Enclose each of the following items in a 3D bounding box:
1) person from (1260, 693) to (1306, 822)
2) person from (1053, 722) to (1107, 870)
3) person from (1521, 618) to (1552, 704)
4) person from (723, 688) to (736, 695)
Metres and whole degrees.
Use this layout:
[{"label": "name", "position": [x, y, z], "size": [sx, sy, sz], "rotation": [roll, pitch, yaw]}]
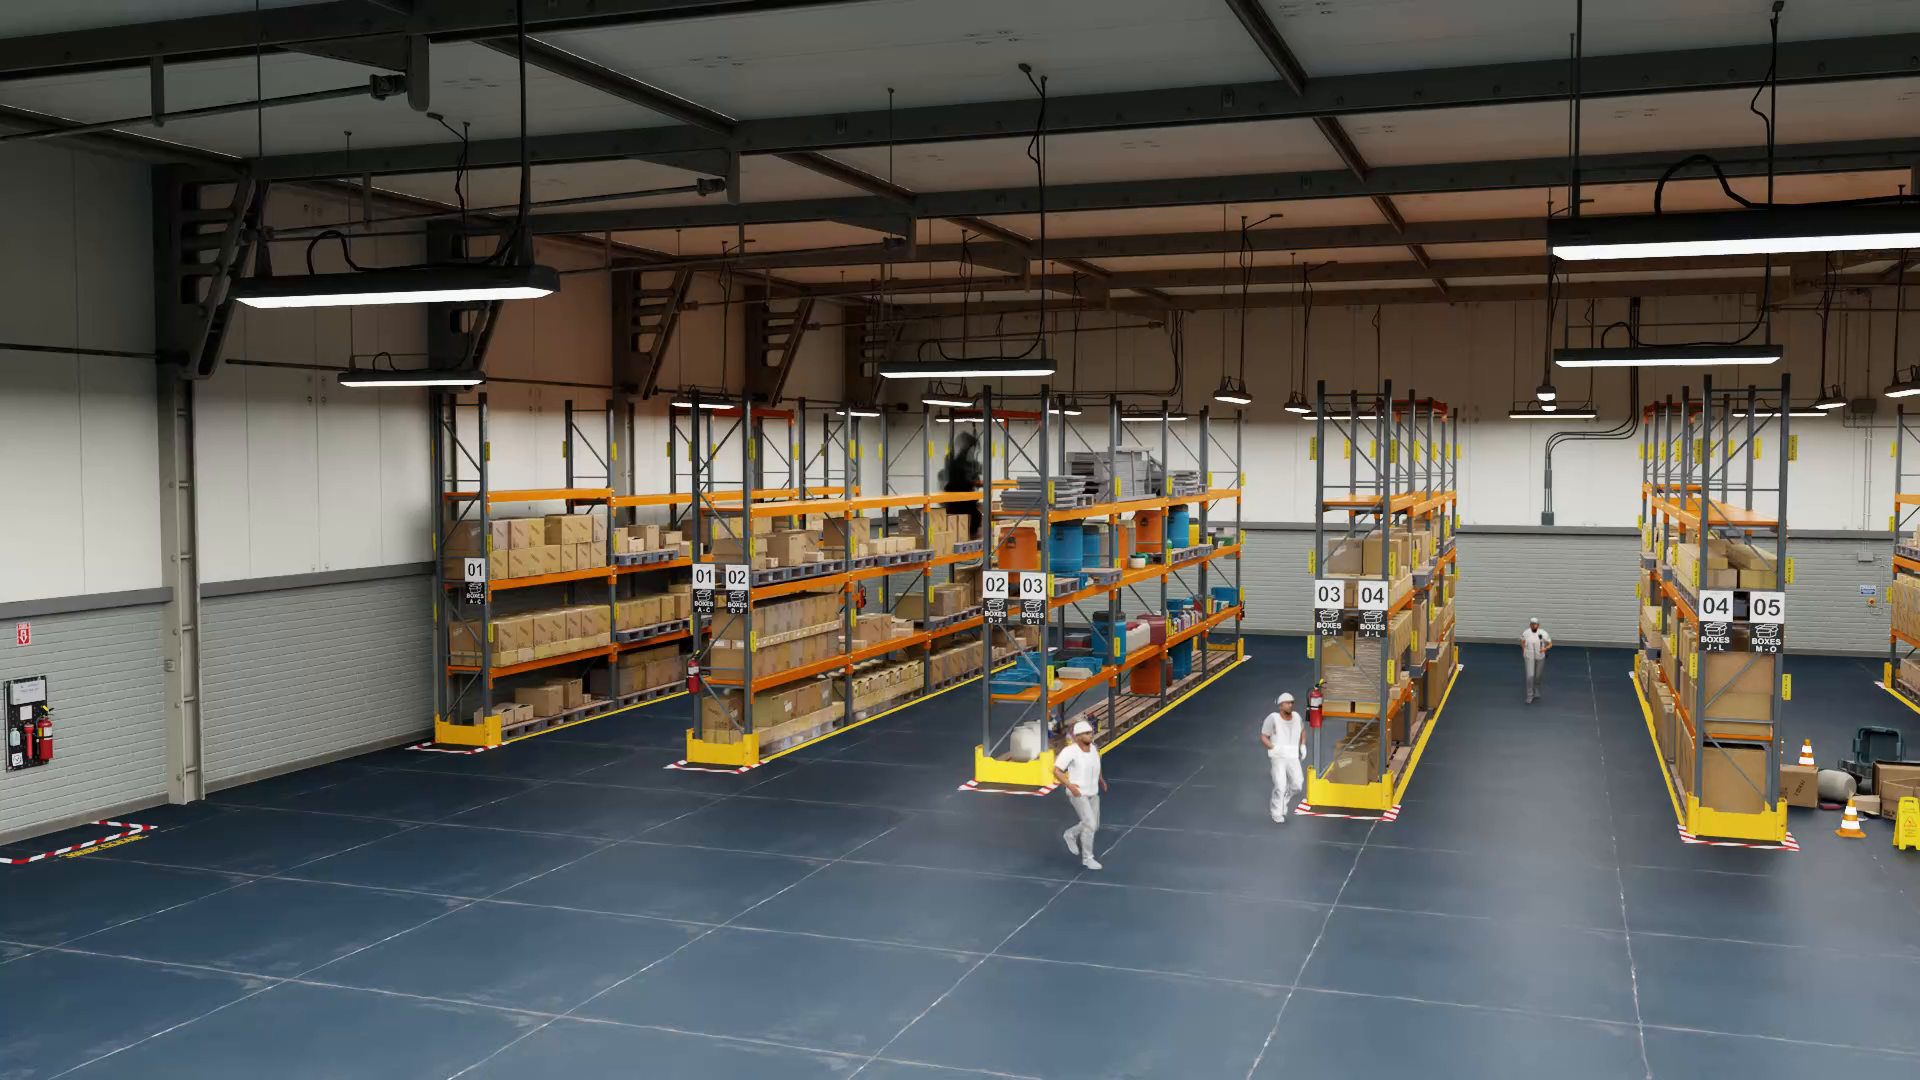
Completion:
[{"label": "person", "position": [4.407, 2.932, 22.454], "size": [0.723, 1.740, 0.591], "rotation": [-1, 3, -18]}, {"label": "person", "position": [1.449, 3.062, 20.103], "size": [0.708, 1.746, 0.714], "rotation": [-3, 4, -43]}, {"label": "person", "position": [11.551, 2.399, 33.341], "size": [0.601, 1.705, 0.815], "rotation": [1, 3, 19]}, {"label": "person", "position": [-4.062, 2.518, 30.102], "size": [0.676, 1.751, 0.886], "rotation": [1, 3, 16]}]
